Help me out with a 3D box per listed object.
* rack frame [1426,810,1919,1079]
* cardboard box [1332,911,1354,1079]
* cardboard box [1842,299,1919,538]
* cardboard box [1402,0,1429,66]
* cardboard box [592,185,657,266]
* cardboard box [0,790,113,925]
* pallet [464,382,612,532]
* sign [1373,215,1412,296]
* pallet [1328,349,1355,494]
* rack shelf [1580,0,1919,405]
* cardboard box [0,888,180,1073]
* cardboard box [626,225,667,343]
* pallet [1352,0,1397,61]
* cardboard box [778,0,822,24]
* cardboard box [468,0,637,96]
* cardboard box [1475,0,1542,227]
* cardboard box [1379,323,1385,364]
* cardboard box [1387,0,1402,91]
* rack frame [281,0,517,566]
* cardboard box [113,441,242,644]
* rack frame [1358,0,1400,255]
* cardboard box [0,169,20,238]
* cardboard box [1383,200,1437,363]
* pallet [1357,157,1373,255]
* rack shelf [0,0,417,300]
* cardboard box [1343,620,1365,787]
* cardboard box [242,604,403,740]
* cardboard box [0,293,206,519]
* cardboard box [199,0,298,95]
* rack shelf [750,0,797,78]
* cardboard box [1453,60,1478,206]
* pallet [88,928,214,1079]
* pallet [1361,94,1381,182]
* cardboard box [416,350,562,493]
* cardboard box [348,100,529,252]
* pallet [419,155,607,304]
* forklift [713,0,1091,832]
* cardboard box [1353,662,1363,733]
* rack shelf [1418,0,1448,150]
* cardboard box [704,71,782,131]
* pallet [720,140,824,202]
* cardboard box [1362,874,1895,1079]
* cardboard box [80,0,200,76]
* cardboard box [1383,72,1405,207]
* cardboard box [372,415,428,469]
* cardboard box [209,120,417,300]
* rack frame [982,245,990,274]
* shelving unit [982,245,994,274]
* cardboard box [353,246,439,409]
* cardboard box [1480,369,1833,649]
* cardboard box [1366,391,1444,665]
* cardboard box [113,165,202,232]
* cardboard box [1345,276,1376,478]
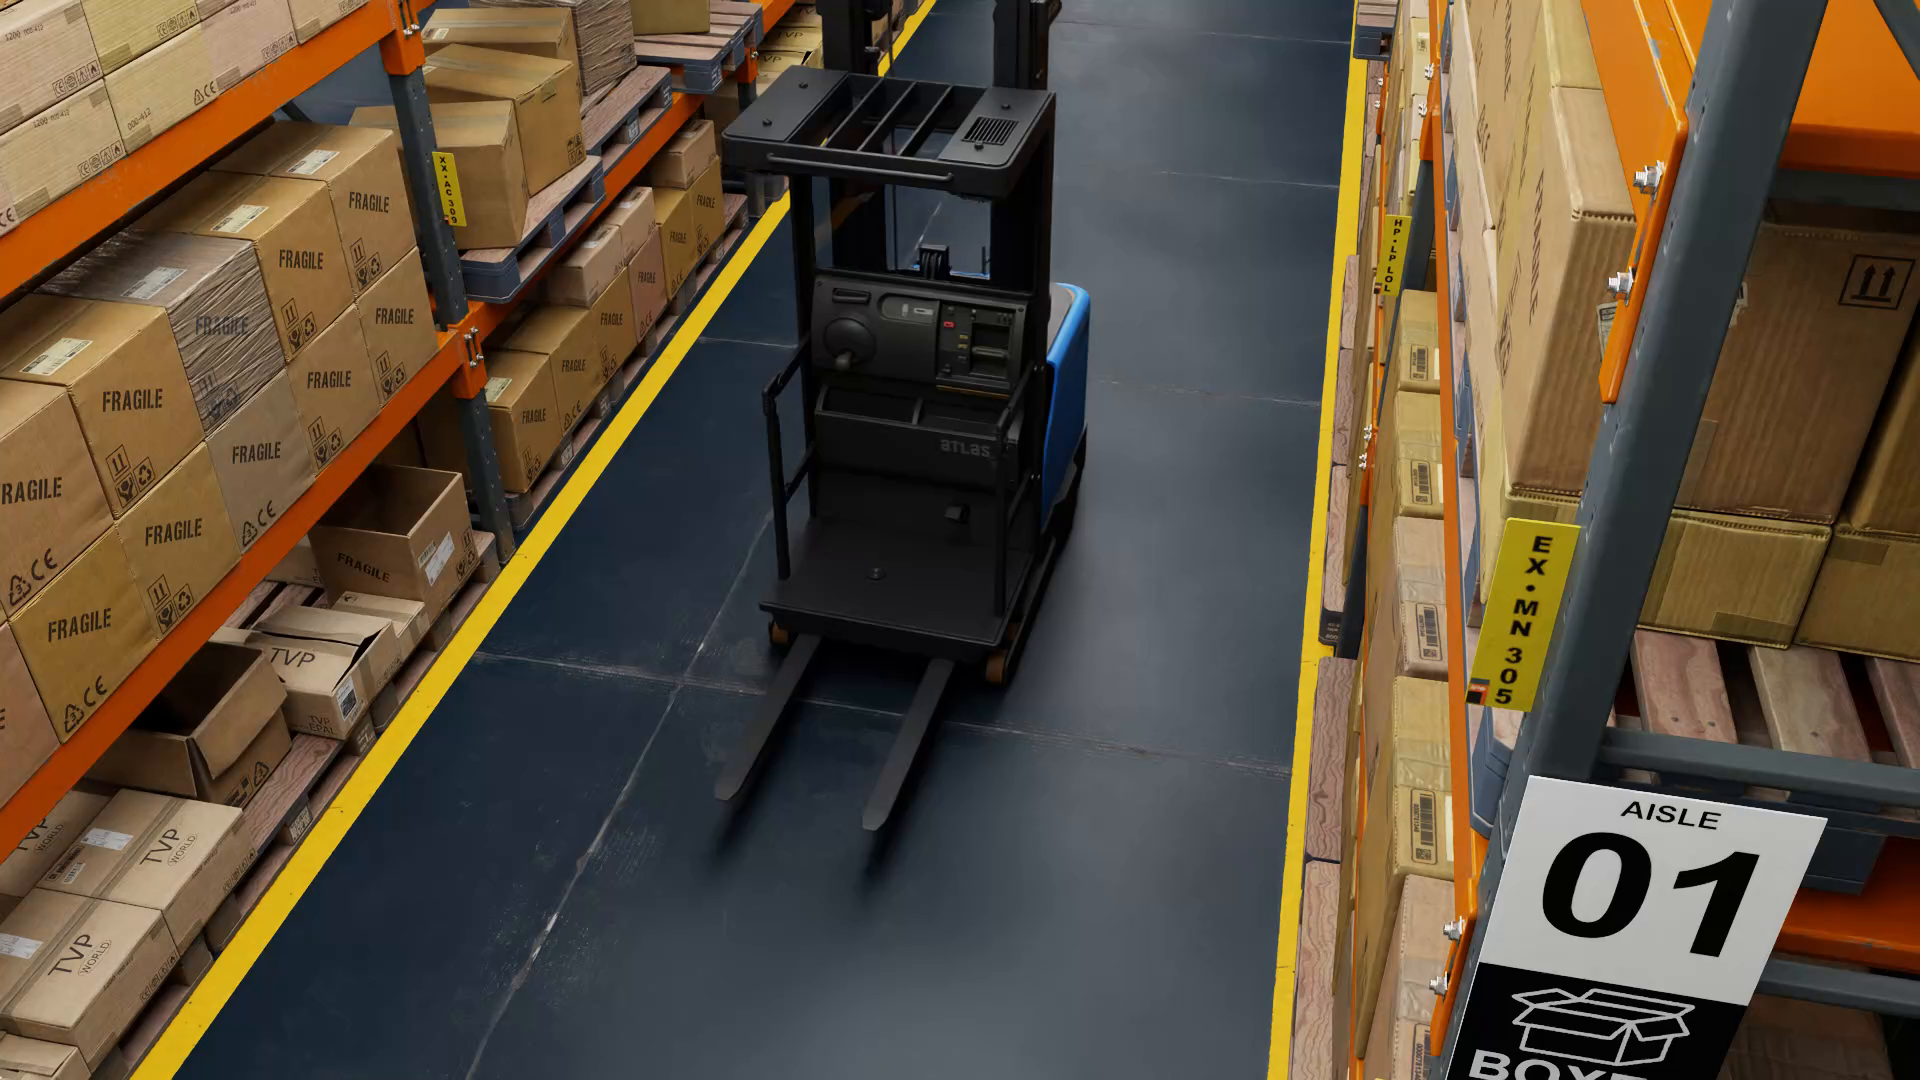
[{"bbox_3d":[1.305,1.726,3.313,1.000,3.000,0.127,7,37,10],"label":"rack frame"},{"bbox_3d":[1.571,1.579,5.288,0.700,0.500,0.500,6,36,8],"label":"cardboard box"},{"bbox_3d":[1.697,-0.330,2.639,0.500,0.500,0.500,6,36,8],"label":"cardboard box"},{"bbox_3d":[2.448,-2.510,8.162,0.500,0.250,0.500,8,37,10],"label":"cardboard box"},{"bbox_3d":[-2.019,-1.763,9.243,0.500,0.250,0.500,7,36,9],"label":"cardboard box"},{"bbox_3d":[-3.427,1.159,6.063,0.500,0.250,0.500,7,37,10],"label":"cardboard box"},{"bbox_3d":[-2.544,-0.528,8.799,1.003,0.211,1.213,7,37,10],"label":"pallet"},{"bbox_3d":[1.627,-1.066,6.246,0.100,0.325,0.005,7,37,10],"label":"sign"},{"bbox_3d":[2.509,-0.592,8.886,1.003,0.211,1.213,7,37,10],"label":"pallet"},{"bbox_3d":[1.732,-1.396,3.463,1.077,0.370,4.000,7,37,10],"label":"rack shelf"},{"bbox_3d":[-3.035,1.480,5.621,0.500,0.250,0.500,7,37,10],"label":"cardboard box"},{"bbox_3d":[-2.014,-1.481,9.493,0.500,0.500,0.500,6,36,8],"label":"cardboard box"},{"bbox_3d":[3.062,-3.205,10.279,1.213,0.211,1.003,7,37,10],"label":"pallet"},{"bbox_3d":[-1.103,-3.916,12.604,0.500,0.311,0.500,7,36,9],"label":"cardboard box"},{"bbox_3d":[-2.233,-2.814,9.134,0.700,0.500,0.500,14,38,19],"label":"cardboard box"},{"bbox_3d":[1.416,-0.981,3.538,0.500,0.500,0.500,6,36,8],"label":"cardboard box"},{"bbox_3d":[1.986,-0.851,7.065,0.380,0.149,0.250,8,37,11],"label":"cardboard box"},{"bbox_3d":[2.660,-2.783,9.178,0.500,0.500,0.500,8,37,11],"label":"cardboard box"},{"bbox_3d":[-2.681,-1.186,7.330,1.000,3.000,0.127,7,37,10],"label":"rack frame"},{"bbox_3d":[-2.859,-0.025,5.643,0.500,0.500,0.500,8,37,11],"label":"cardboard box"},{"bbox_3d":[3.014,-2.860,9.641,1.000,3.000,0.127,7,37,10],"label":"rack frame"},{"bbox_3d":[-2.952,-0.881,4.482,0.500,0.250,0.500,7,37,10],"label":"cardboard box"},{"bbox_3d":[2.012,-1.032,6.763,0.500,0.500,0.500,7,36,9],"label":"cardboard box"},{"bbox_3d":[3.182,-2.179,11.077,1.003,0.211,1.213,7,37,10],"label":"pallet"},{"bbox_3d":[-3.108,-0.963,5.079,1.077,0.370,4.000,7,37,10],"label":"rack shelf"},{"bbox_3d":[1.900,0.691,6.513,0.700,0.500,0.500,8,37,11],"label":"cardboard box"},{"bbox_3d":[-2.685,0.517,6.897,0.500,0.311,0.500,7,37,10],"label":"cardboard box"},{"bbox_3d":[-2.859,-0.438,5.361,0.500,0.500,0.500,7,37,10],"label":"cardboard box"},{"bbox_3d":[-2.642,-1.742,5.670,0.500,0.250,0.500,7,37,10],"label":"cardboard box"},{"bbox_3d":[-1.399,-4.335,12.288,1.077,0.370,4.000,7,37,10],"label":"rack shelf"},{"bbox_3d":[1.529,-0.983,4.179,0.500,0.250,0.500,6,36,9],"label":"cardboard box"},{"bbox_3d":[-3.349,1.736,5.676,1.003,0.211,1.213,7,37,10],"label":"pallet"},{"bbox_3d":[3.445,-2.876,12.039,1.003,0.211,1.213,7,37,10],"label":"pallet"},{"bbox_3d":[-2.339,-0.599,8.275,0.500,0.500,0.500,6,36,8],"label":"cardboard box"},{"bbox_3d":[-2.361,-1.640,7.514,0.700,0.500,0.500,-4,36,-6],"label":"cardboard box"},{"bbox_3d":[-2.403,-1.553,8.000,1.003,0.211,1.213,7,37,10],"label":"pallet"},{"bbox_3d":[-0.235,-0.803,6.861,1.130,2.935,3.031,9,37,13],"label":"forklift"},{"bbox_3d":[1.648,0.602,6.083,0.380,0.149,0.250,8,37,12],"label":"cardboard box"},{"bbox_3d":[2.587,-2.637,7.389,1.077,0.370,4.000,7,37,10],"label":"rack shelf"},{"bbox_3d":[-1.428,-3.026,11.377,0.500,0.311,0.500,9,37,12],"label":"cardboard box"},{"bbox_3d":[-1.612,-2.817,11.957,1.003,0.211,1.213,7,37,10],"label":"pallet"},{"bbox_3d":[1.404,1.311,3.630,0.980,0.700,0.700,9,37,12],"label":"cardboard box"},{"bbox_3d":[-2.738,-1.657,5.126,0.500,0.250,0.500,7,37,10],"label":"cardboard box"},{"bbox_3d":[2.328,-1.900,7.960,0.500,0.500,0.500,8,37,11],"label":"cardboard box"},{"bbox_3d":[-2.855,-0.671,8.375,0.500,0.500,0.500,7,37,10],"label":"cardboard box"},{"bbox_3d":[-2.536,-1.309,6.563,0.500,0.500,0.500,7,37,10],"label":"cardboard box"},{"bbox_3d":[0.227,-0.955,8.545,0.240,1.200,0.006,9,37,13],"label":"rack frame"},{"bbox_3d":[0.252,-1.007,8.616,0.258,1.200,0.189,9,37,13],"label":"shelving unit"},{"bbox_3d":[-2.537,-0.908,6.861,0.500,0.500,0.500,8,37,11],"label":"cardboard box"},{"bbox_3d":[1.202,-0.091,2.949,0.500,0.250,0.500,8,37,11],"label":"cardboard box"},{"bbox_3d":[1.866,0.038,5.386,0.980,0.700,0.700,6,36,9],"label":"cardboard box"},{"bbox_3d":[-3.166,-1.101,6.275,0.500,0.500,0.500,6,36,9],"label":"cardboard box"},{"bbox_3d":[2.358,-0.766,8.224,0.750,0.750,0.750,8,37,11],"label":"cardboard box"}]
